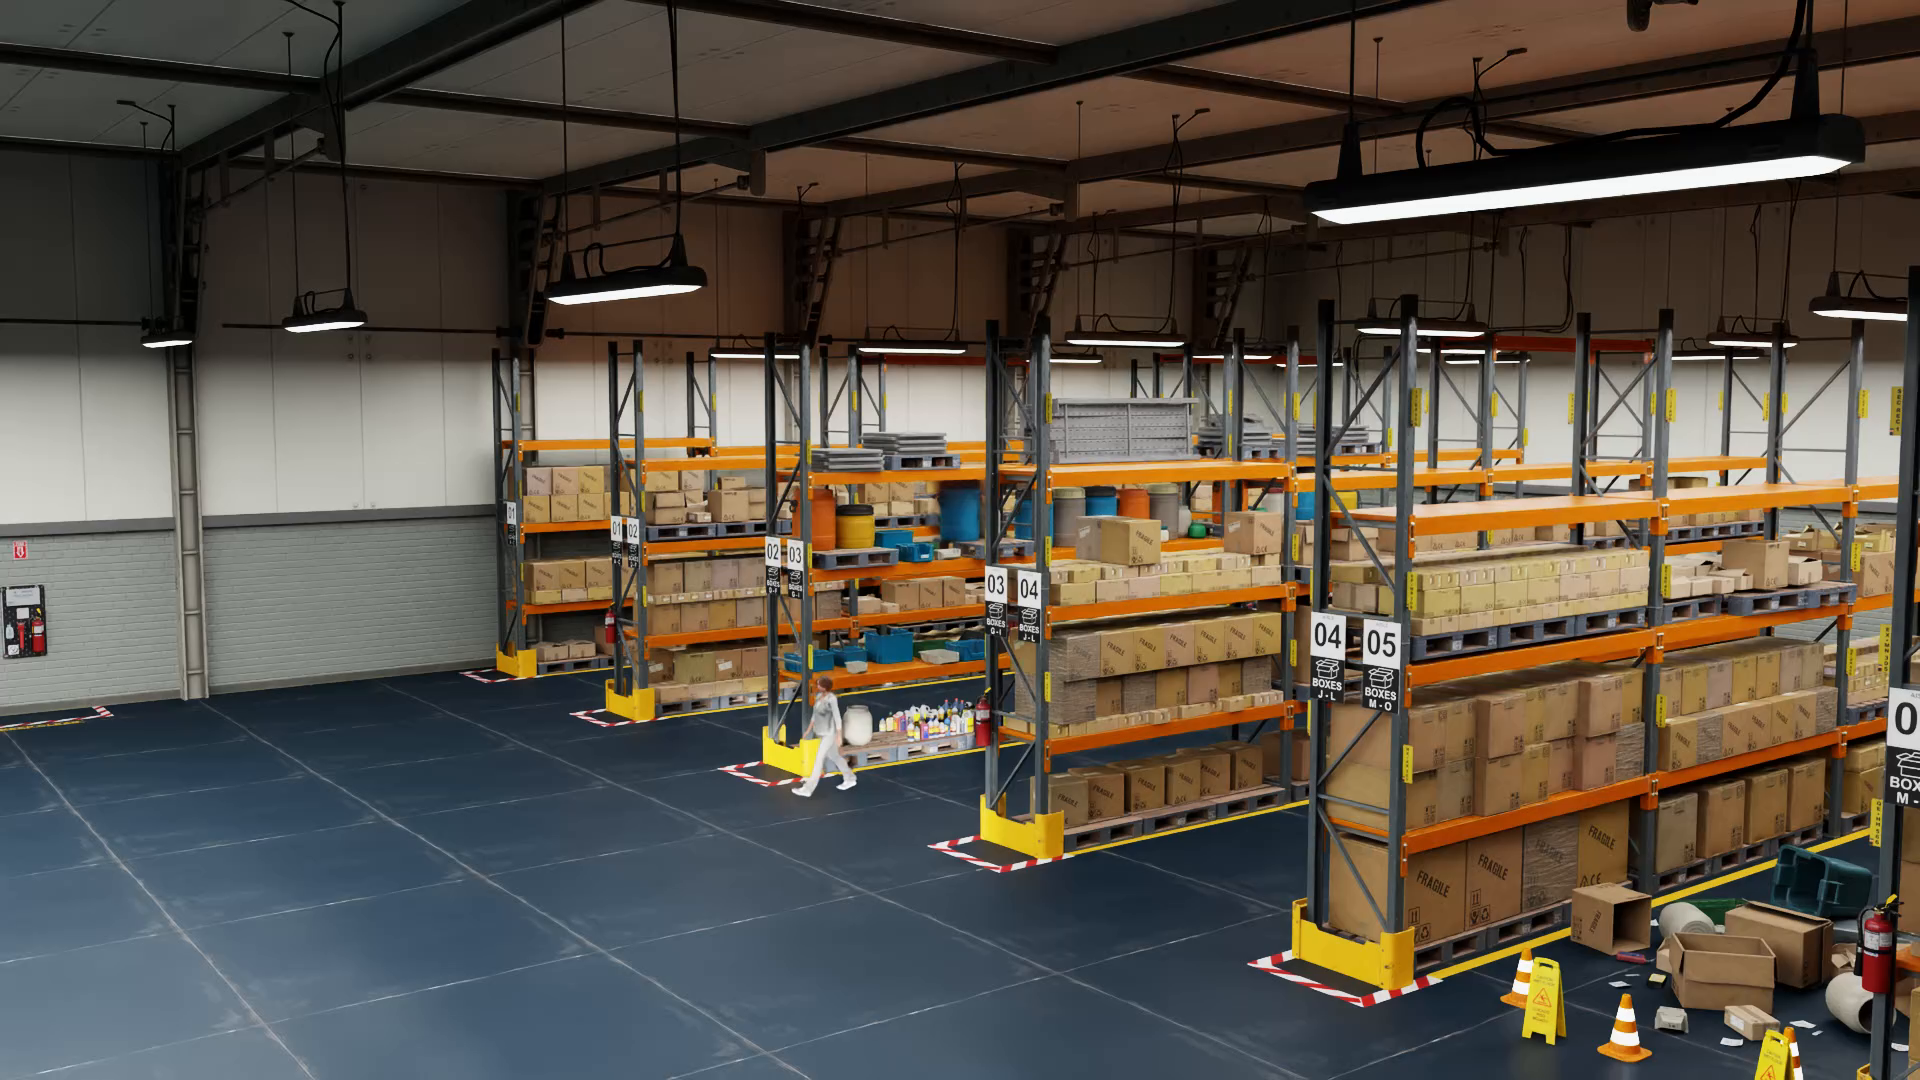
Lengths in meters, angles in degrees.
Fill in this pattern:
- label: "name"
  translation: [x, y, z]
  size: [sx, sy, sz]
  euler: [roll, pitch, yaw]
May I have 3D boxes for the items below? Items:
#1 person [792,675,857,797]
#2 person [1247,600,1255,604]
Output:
- label: "person"
  translation: [-1.761, 2.503, 21.413]
  size: [0.991, 1.538, 0.437]
  euler: [-2, 6, -26]
- label: "person"
  translation: [6.138, 1.386, 33.589]
  size: [0.696, 1.664, 0.710]
  euler: [-3, 6, -28]
